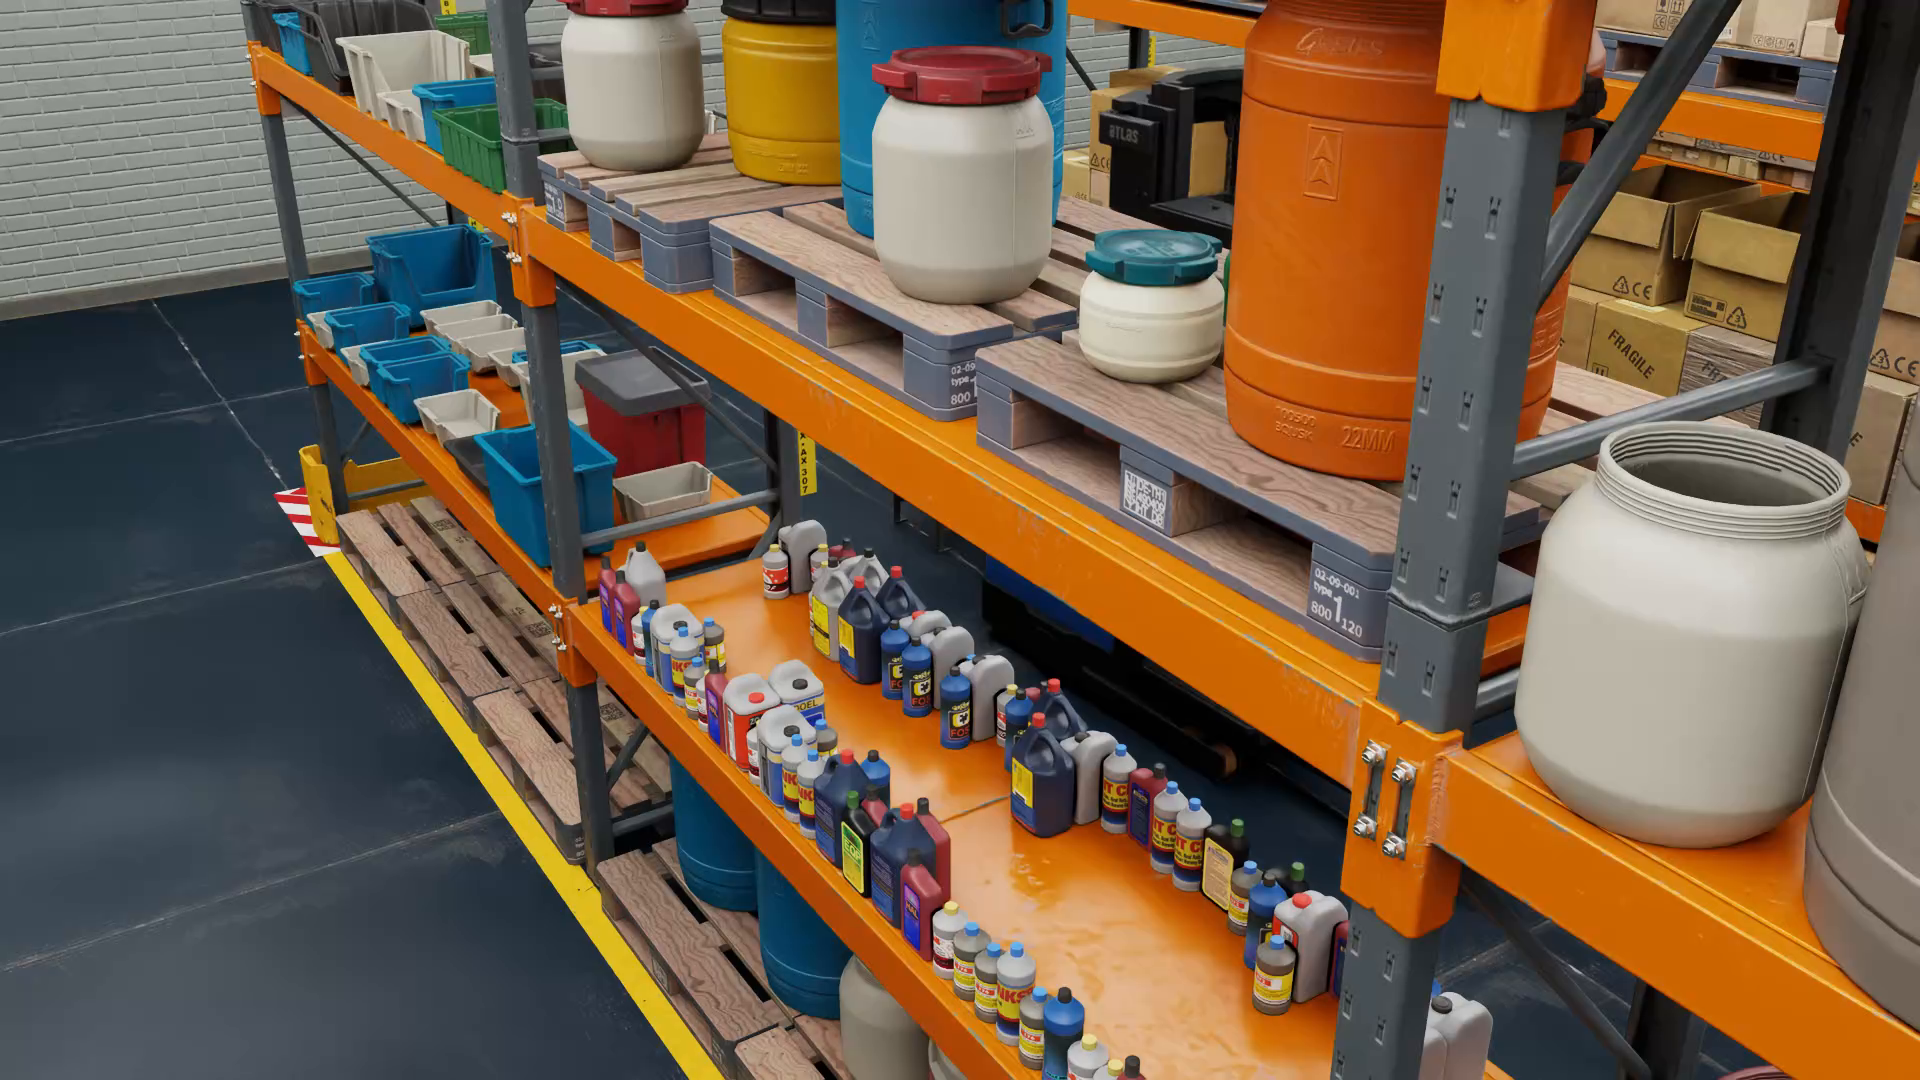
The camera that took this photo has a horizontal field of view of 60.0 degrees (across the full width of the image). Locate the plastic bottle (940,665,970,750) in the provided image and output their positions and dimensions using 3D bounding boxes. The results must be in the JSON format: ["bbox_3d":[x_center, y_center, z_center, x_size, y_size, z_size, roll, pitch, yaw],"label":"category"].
[{"bbox_3d":[-0.016,0.524,5.277,0.097,0.271,0.097,0,25,0],"label":"plastic bottle"}]

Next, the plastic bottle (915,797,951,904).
[{"bbox_3d":[-0.081,0.852,4.568,0.061,0.283,0.133,-16,29,-30],"label":"plastic bottle"}]

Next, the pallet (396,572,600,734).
[{"bbox_3d":[-2.186,0.493,8.459,1.003,0.211,1.213,-16,29,-30],"label":"pallet"}]

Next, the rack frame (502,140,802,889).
[{"bbox_3d":[-1.082,-0.078,6.401,1.000,3.000,0.127,-16,29,-30],"label":"rack frame"}]

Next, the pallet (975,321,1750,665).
[{"bbox_3d":[0.766,-0.214,3.398,1.003,0.211,1.213,-16,29,-30],"label":"pallet"}]

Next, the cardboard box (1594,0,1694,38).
[{"bbox_3d":[3.393,-2.618,7.660,0.700,0.500,0.500,-15,29,-28],"label":"cardboard box"}]

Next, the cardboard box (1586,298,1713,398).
[{"bbox_3d":[3.384,-0.875,7.972,0.500,0.500,0.500,-15,29,-29],"label":"cardboard box"}]

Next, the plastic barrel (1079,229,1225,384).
[{"bbox_3d":[0.393,-0.480,3.410,0.301,0.262,0.301,0,25,0],"label":"plastic barrel"}]

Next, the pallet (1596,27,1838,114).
[{"bbox_3d":[3.609,-2.185,7.576,0.805,0.209,1.217,-17,30,-32],"label":"pallet"}]

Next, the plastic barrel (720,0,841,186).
[{"bbox_3d":[-0.414,-1.430,5.039,0.600,0.588,0.600,0,25,0],"label":"plastic barrel"}]

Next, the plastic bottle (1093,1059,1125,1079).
[{"bbox_3d":[0.349,1.270,3.780,0.097,0.201,0.097,0,25,0],"label":"plastic bottle"}]

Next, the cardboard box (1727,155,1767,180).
[{"bbox_3d":[6.013,-2.828,12.521,0.380,0.149,0.250,-15,29,-29],"label":"cardboard box"}]

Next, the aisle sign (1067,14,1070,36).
[{"bbox_3d":[0.593,-3.794,11.228,0.394,0.787,0.004,-16,29,-30],"label":"aisle sign"}]

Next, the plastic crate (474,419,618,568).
[{"bbox_3d":[-1.623,-0.185,6.577,0.392,0.384,0.575,-16,29,-30],"label":"plastic crate"}]

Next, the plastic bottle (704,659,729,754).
[{"bbox_3d":[-0.755,0.523,5.264,0.061,0.283,0.133,-16,29,-30],"label":"plastic bottle"}]

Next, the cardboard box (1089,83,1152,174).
[{"bbox_3d":[1.193,-2.655,10.809,0.500,0.500,0.500,-16,30,-31],"label":"cardboard box"}]

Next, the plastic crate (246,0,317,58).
[{"bbox_3d":[-3.289,-2.603,8.390,0.497,0.269,0.590,-16,29,-30],"label":"plastic crate"}]

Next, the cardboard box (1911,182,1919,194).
[{"bbox_3d":[6.778,-2.639,11.360,0.500,0.500,0.500,-15,29,-29],"label":"cardboard box"}]

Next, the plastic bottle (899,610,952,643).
[{"bbox_3d":[-0.122,0.355,5.629,0.152,0.276,0.135,-16,29,-30],"label":"plastic bottle"}]

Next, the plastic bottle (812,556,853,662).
[{"bbox_3d":[-0.427,0.231,5.805,0.144,0.351,0.185,-16,29,-30],"label":"plastic bottle"}]

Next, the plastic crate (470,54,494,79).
[{"bbox_3d":[-1.930,-2.064,7.404,0.437,0.136,0.530,-16,29,-30],"label":"plastic crate"}]

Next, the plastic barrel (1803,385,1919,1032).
[{"bbox_3d":[1.368,0.114,1.893,0.600,0.901,0.600,0,25,0],"label":"plastic barrel"}]

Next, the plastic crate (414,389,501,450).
[{"bbox_3d":[-2.285,-0.538,7.615,0.293,0.136,0.466,-16,29,-30],"label":"plastic crate"}]

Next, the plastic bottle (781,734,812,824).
[{"bbox_3d":[-0.476,0.697,4.911,0.097,0.271,0.097,0,25,0],"label":"plastic bottle"}]

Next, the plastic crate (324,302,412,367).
[{"bbox_3d":[-3.048,-1.059,8.606,0.416,0.233,0.300,-16,29,-30],"label":"plastic crate"}]

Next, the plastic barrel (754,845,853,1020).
[{"bbox_3d":[-0.413,1.133,5.802,0.600,0.901,0.708,-16,29,-30],"label":"plastic barrel"}]

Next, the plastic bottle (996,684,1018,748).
[{"bbox_3d":[0.165,0.555,5.293,0.097,0.201,0.097,0,25,0],"label":"plastic bottle"}]

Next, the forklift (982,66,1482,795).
[{"bbox_3d":[1.396,-0.485,7.343,1.130,2.935,3.031,-18,30,-33],"label":"forklift"}]

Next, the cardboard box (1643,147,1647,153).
[{"bbox_3d":[5.529,-3.226,13.363,0.380,0.149,0.250,-14,29,-27],"label":"cardboard box"}]

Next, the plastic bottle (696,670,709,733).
[{"bbox_3d":[-0.802,0.515,5.378,0.097,0.201,0.097,0,25,0],"label":"plastic bottle"}]

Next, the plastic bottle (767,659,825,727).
[{"bbox_3d":[-0.516,0.529,5.262,0.152,0.276,0.135,-16,29,-30],"label":"plastic bottle"}]

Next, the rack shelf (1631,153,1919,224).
[{"bbox_3d":[6.187,-2.742,12.887,1.077,0.370,4.000,-16,29,-30],"label":"rack shelf"}]

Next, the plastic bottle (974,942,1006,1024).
[{"bbox_3d":[0.084,1.095,4.148,0.097,0.201,0.097,0,25,0],"label":"plastic bottle"}]

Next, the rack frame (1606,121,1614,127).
[{"bbox_3d":[3.068,-1.232,8.846,1.000,3.000,0.127,-16,29,-30],"label":"rack frame"}]

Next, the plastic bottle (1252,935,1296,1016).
[{"bbox_3d":[0.789,1.083,4.175,0.097,0.201,0.097,0,25,0],"label":"plastic bottle"}]

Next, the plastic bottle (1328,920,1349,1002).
[{"bbox_3d":[0.995,1.048,4.154,0.061,0.283,0.133,-16,29,-30],"label":"plastic bottle"}]

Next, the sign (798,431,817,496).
[{"bbox_3d":[-0.620,-0.330,6.612,0.100,0.325,0.005,-16,29,-30],"label":"sign"}]

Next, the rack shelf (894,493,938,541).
[{"bbox_3d":[-0.090,-0.363,9.732,0.431,0.518,0.480,-16,29,-30],"label":"rack shelf"}]

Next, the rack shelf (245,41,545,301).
[{"bbox_3d":[-2.174,-1.824,7.429,1.077,0.370,4.000,-16,29,-30],"label":"rack shelf"}]

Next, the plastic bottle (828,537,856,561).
[{"bbox_3d":[-0.432,0.113,6.134,0.061,0.283,0.133,-16,29,-30],"label":"plastic bottle"}]

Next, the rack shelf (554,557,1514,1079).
[{"bbox_3d":[0.010,0.963,5.039,1.077,0.370,4.000,-16,29,-30],"label":"rack shelf"}]

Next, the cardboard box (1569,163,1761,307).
[{"bbox_3d":[3.423,-1.504,8.130,0.797,0.503,0.637,-16,30,-31],"label":"cardboard box"}]

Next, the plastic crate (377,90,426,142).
[{"bbox_3d":[-2.095,-1.681,6.592,0.293,0.136,0.466,-16,29,-30],"label":"plastic crate"}]

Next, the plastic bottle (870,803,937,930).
[{"bbox_3d":[-0.153,0.855,4.484,0.144,0.351,0.185,-16,29,-30],"label":"plastic bottle"}]

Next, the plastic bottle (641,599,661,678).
[{"bbox_3d":[-1.035,0.331,5.687,0.097,0.271,0.097,0,25,0],"label":"plastic bottle"}]

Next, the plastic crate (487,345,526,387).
[{"bbox_3d":[-2.173,-0.864,8.306,0.298,0.136,0.250,-16,29,-30],"label":"plastic crate"}]

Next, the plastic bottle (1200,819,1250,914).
[{"bbox_3d":[0.722,0.869,4.532,0.061,0.283,0.133,-16,29,-30],"label":"plastic bottle"}]

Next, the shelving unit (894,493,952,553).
[{"bbox_3d":[-0.090,-1.009,9.427,0.431,2.100,0.503,-16,29,-30],"label":"shelving unit"}]

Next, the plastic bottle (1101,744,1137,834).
[{"bbox_3d":[0.465,0.720,4.861,0.097,0.271,0.097,0,25,0],"label":"plastic bottle"}]
